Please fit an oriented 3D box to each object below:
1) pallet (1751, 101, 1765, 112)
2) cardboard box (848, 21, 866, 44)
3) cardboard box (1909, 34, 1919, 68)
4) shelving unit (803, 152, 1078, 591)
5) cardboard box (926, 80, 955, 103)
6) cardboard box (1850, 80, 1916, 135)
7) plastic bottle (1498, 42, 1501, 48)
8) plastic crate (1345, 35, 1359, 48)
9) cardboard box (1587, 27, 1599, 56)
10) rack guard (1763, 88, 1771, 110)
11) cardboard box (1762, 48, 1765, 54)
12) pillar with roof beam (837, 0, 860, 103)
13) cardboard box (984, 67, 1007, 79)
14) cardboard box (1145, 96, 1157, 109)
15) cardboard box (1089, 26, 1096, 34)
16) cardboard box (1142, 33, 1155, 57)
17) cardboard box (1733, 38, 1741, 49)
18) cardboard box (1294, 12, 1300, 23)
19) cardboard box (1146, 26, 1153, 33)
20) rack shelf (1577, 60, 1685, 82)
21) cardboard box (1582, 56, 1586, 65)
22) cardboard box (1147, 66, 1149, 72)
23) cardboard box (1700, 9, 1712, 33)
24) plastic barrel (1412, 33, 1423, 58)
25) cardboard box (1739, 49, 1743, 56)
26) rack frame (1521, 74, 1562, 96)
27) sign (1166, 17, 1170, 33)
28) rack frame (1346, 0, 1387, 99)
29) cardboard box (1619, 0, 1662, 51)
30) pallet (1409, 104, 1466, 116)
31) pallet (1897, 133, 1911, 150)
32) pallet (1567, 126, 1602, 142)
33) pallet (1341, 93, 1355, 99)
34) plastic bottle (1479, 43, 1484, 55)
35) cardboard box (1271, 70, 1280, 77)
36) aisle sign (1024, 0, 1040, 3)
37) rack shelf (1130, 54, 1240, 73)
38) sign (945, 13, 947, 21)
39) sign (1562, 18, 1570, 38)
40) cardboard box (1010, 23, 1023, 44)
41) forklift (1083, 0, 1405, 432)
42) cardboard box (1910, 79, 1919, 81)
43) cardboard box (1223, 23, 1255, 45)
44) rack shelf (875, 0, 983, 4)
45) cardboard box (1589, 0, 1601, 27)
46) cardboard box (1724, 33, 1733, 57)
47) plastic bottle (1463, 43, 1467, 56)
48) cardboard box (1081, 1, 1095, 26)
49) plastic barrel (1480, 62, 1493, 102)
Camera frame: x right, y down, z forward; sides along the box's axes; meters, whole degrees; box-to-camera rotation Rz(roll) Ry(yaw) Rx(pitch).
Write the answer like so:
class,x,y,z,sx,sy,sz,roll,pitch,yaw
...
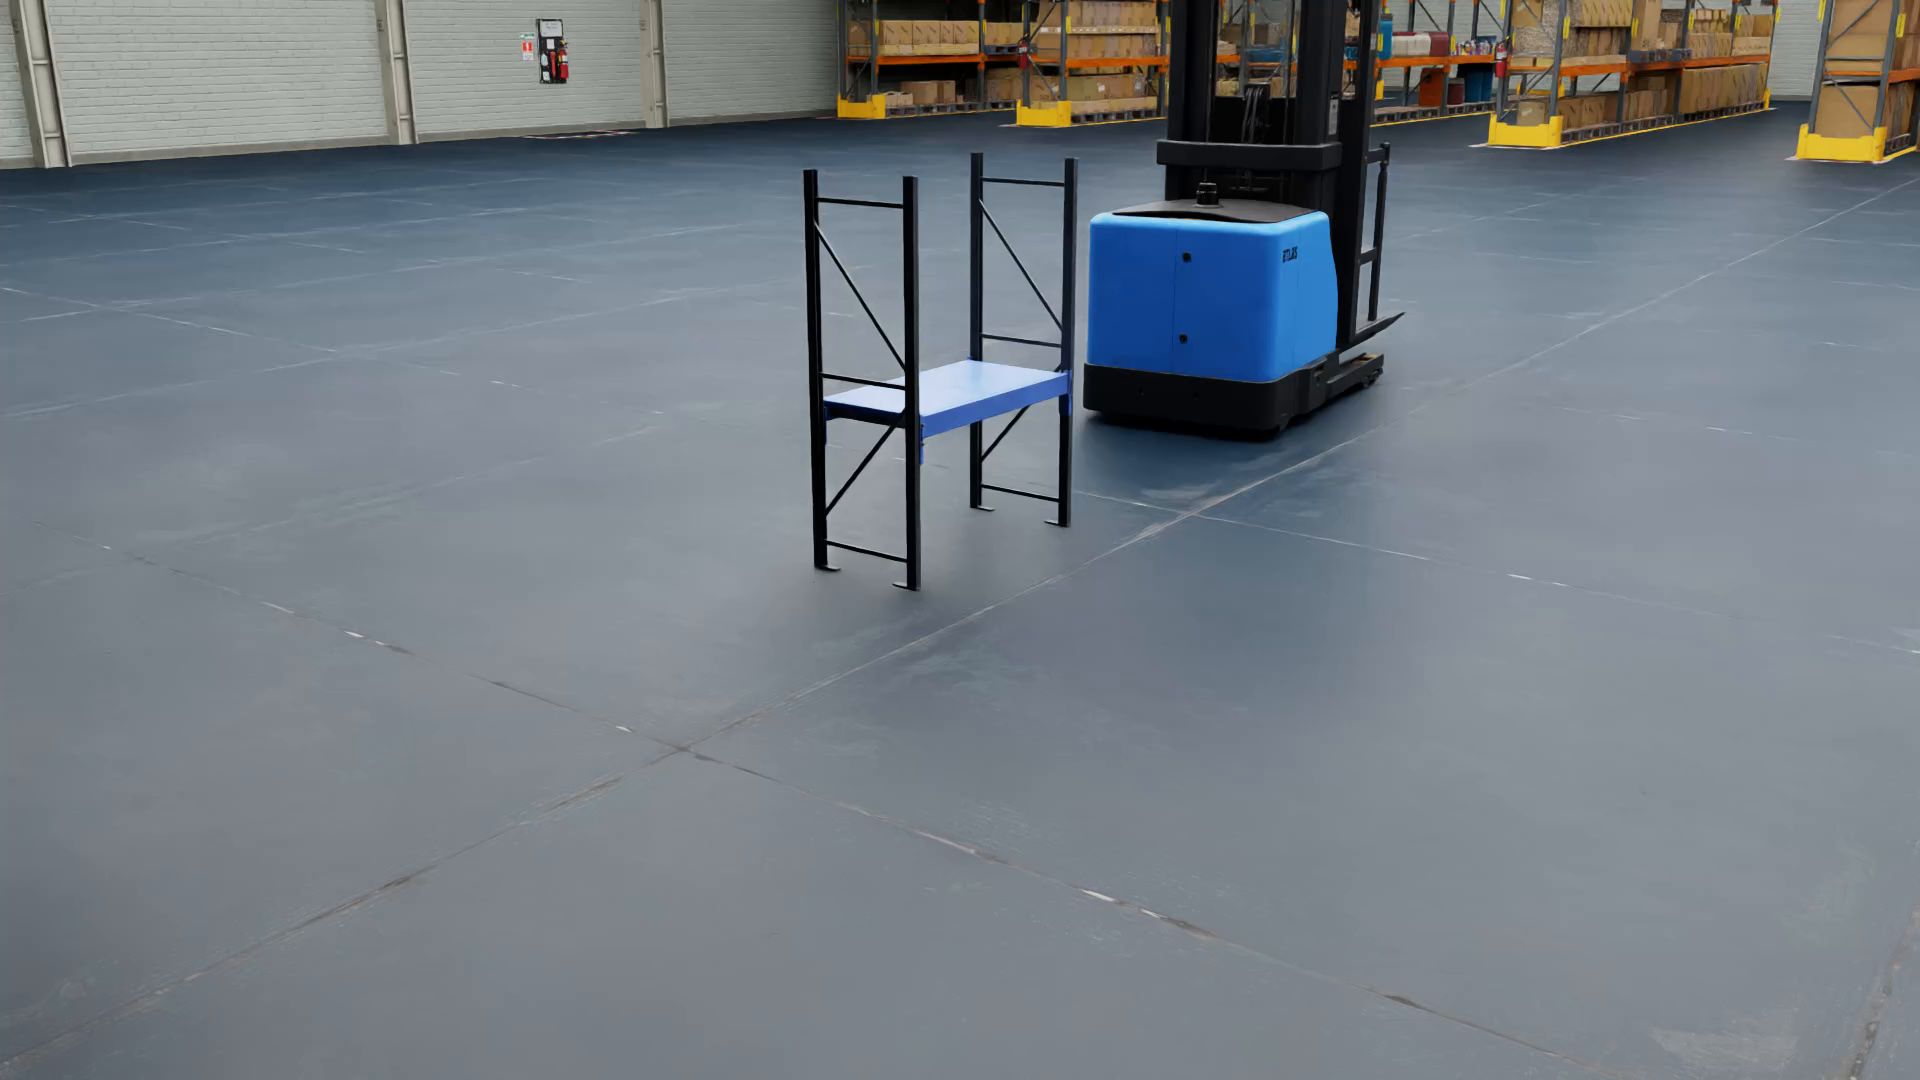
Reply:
class,x,y,z,sx,sy,sz,roll,pitch,yaw
pallet,18.804,-10.509,40.228,1.003,0.211,1.213,12,21,35
cardboard box,-2.140,-11.306,37.047,0.500,0.500,0.500,12,21,34
cardboard box,15.471,-8.133,27.622,0.875,0.550,0.550,12,21,35
shelving unit,-0.051,-0.696,6.456,0.538,1.500,1.048,12,21,35
cardboard box,-0.453,-10.575,39.211,0.500,0.500,0.500,11,20,31
cardboard box,15.560,-7.334,28.179,0.875,0.875,0.875,13,21,36
plastic bottle,12.882,-11.757,39.755,0.152,0.276,0.135,12,21,35
plastic crate,8.133,-10.262,34.623,0.402,0.464,0.583,12,21,35
cardboard box,10.876,-8.919,29.735,0.875,0.500,0.500,12,21,35
rack guard,19.232,-10.857,40.861,1.175,0.500,0.348,12,21,35
cardboard box,18.965,-11.660,39.656,0.380,0.149,0.250,12,21,35
pillar with roof beam,0.930,-13.284,34.346,9.100,9.000,0.400,12,21,35
cardboard box,0.819,-11.471,40.832,0.500,0.250,0.500,12,21,34
cardboard box,4.013,-9.676,36.774,0.500,0.250,0.500,12,21,35
cardboard box,2.595,-10.580,34.495,0.380,0.149,0.250,12,21,34
cardboard box,3.855,-10.879,36.550,0.700,0.500,0.500,12,21,33
cardboard box,17.325,-11.228,37.594,0.500,0.250,0.500,12,21,34
cardboard box,8.974,-13.535,43.416,0.500,0.500,0.500,13,21,35
cardboard box,3.975,-11.134,36.278,0.380,0.149,0.250,12,21,34
rack shelf,13.260,-9.319,32.909,1.077,0.370,4.000,12,21,35
cardboard box,10.785,-8.439,29.283,0.380,0.149,0.250,12,21,35
cardboard box,5.182,-13.195,46.589,0.380,0.149,0.250,12,21,34
cardboard box,15.685,-11.153,35.741,0.797,0.503,0.637,13,22,36
plastic barrel,9.781,-10.685,35.905,0.421,0.512,0.421,0,17,0
cardboard box,17.591,-11.109,37.883,0.380,0.149,0.250,13,22,36
rack frame,15.240,-12.920,43.291,1.000,3.000,0.127,12,21,35
sign,4.561,-11.292,36.454,0.100,0.325,0.005,12,21,35
rack frame,11.264,-13.796,46.112,1.000,3.000,0.127,12,21,35
cardboard box,12.654,-9.838,31.647,1.000,1.000,1.000,13,21,35
pallet,10.910,-9.878,38.197,1.003,0.211,1.213,12,21,35
pallet,15.475,-6.787,28.243,1.003,0.211,1.213,12,21,35
pallet,10.970,-7.397,30.207,1.003,0.211,1.213,12,21,35
pallet,10.017,-11.967,44.924,1.003,0.211,1.213,12,21,35
plastic bottle,12.145,-11.463,38.807,0.152,0.276,0.135,12,21,35
cardboard box,7.801,-11.908,42.239,0.500,0.250,0.500,12,21,35
aisle sign,1.456,-11.263,33.572,0.394,0.787,0.004,12,21,35
rack shelf,5.306,-11.071,38.549,1.077,0.370,4.000,12,21,35
sign,-0.314,-12.463,39.866,0.100,0.325,0.005,12,21,35
sign,10.120,-8.551,27.764,0.100,0.325,0.005,12,21,35
cardboard box,1.170,-12.480,40.962,0.700,0.500,0.500,16,24,42
forklift,1.824,-2.331,9.307,1.130,2.935,3.031,10,20,29
cardboard box,18.571,-8.813,32.307,0.500,0.250,0.500,12,21,33
cardboard box,6.782,-12.309,40.446,0.700,0.500,0.500,5,18,16
rack shelf,-1.058,-12.425,37.852,1.077,0.370,4.000,12,21,35
cardboard box,10.831,-9.221,29.024,0.500,0.500,0.500,12,21,35
cardboard box,16.775,-10.980,36.875,0.500,0.500,0.500,12,21,35
plastic bottle,11.521,-11.194,37.929,0.061,0.283,0.133,12,21,35
cardboard box,2.360,-10.900,34.431,0.700,0.500,0.500,12,21,33
plastic barrel,12.519,-11.039,40.064,0.600,0.901,0.708,12,21,35
